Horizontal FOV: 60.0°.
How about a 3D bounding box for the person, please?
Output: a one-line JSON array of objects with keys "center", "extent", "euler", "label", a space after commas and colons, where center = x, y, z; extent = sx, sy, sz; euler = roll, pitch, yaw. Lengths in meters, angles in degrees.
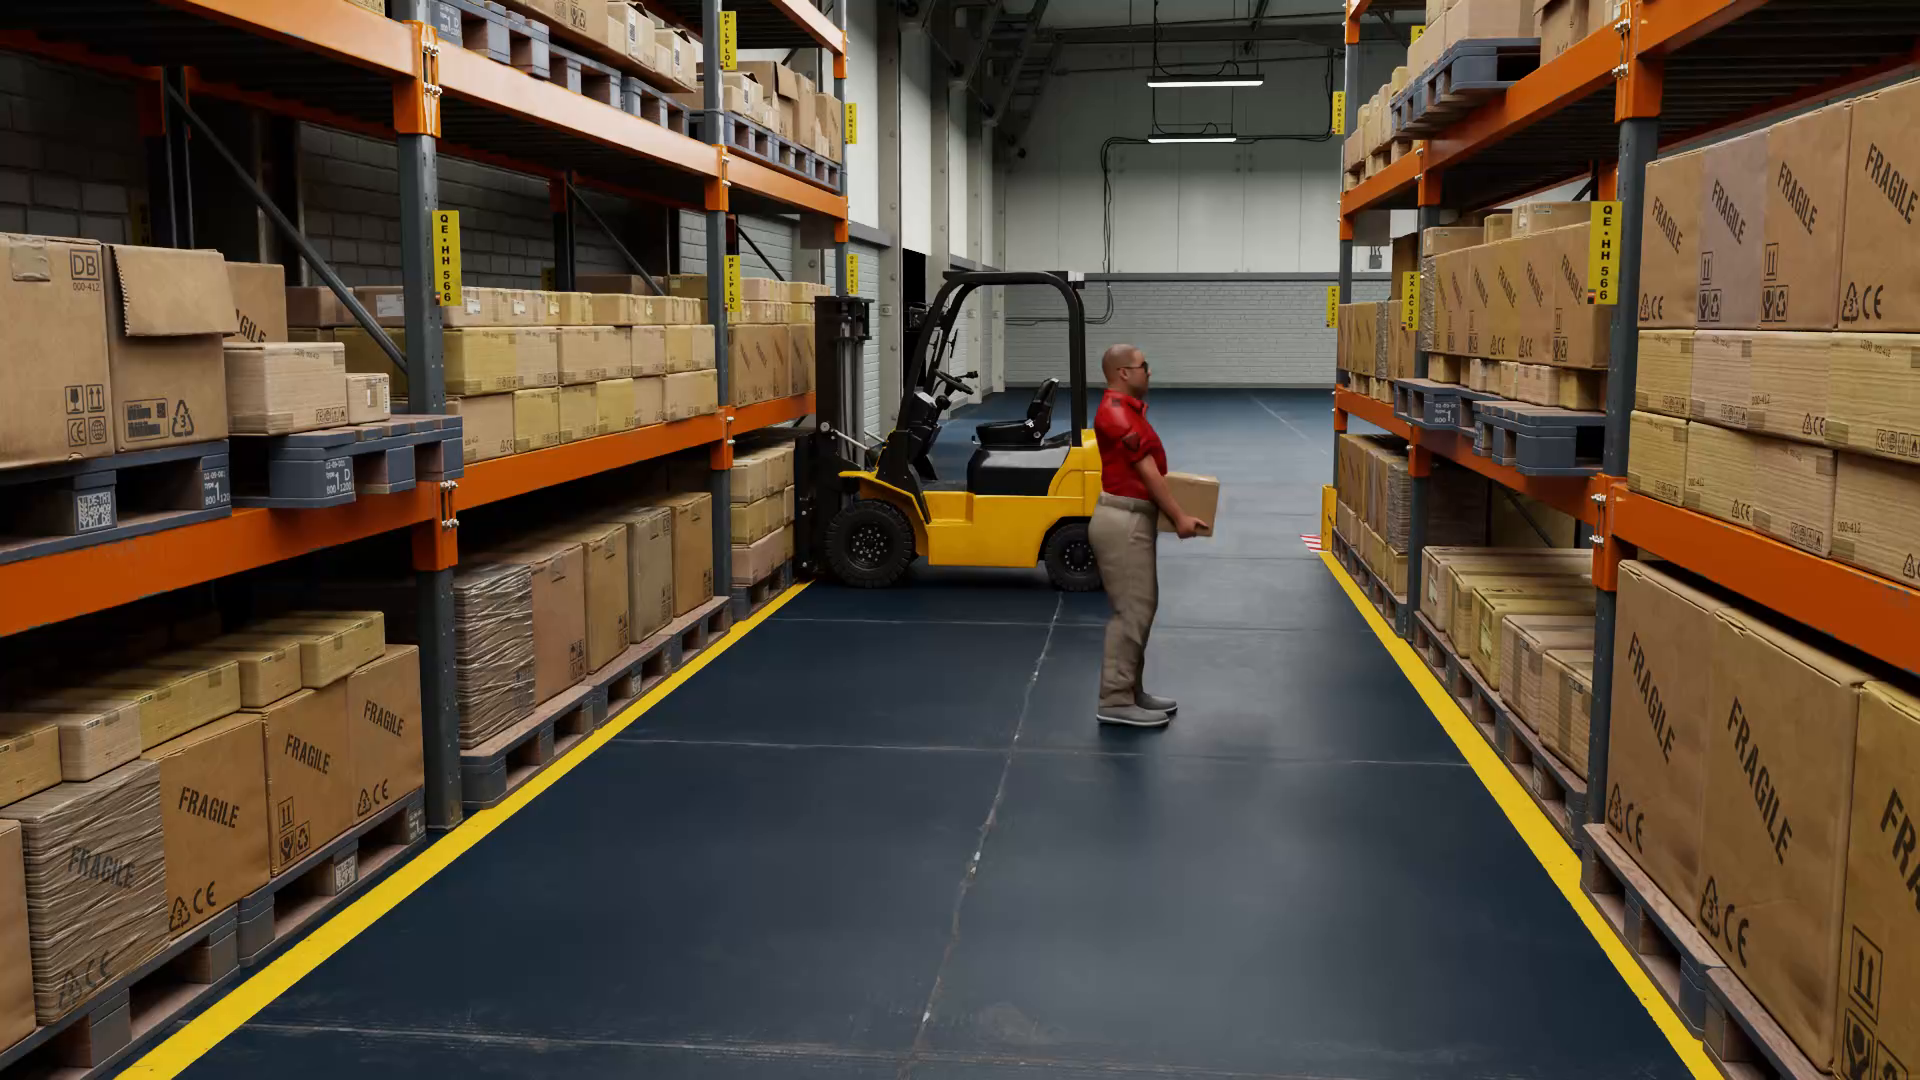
[{"center": [0.862, -0.030, 7.622], "extent": [0.542, 1.724, 0.490], "euler": [1, 8, 6], "label": "person"}]
